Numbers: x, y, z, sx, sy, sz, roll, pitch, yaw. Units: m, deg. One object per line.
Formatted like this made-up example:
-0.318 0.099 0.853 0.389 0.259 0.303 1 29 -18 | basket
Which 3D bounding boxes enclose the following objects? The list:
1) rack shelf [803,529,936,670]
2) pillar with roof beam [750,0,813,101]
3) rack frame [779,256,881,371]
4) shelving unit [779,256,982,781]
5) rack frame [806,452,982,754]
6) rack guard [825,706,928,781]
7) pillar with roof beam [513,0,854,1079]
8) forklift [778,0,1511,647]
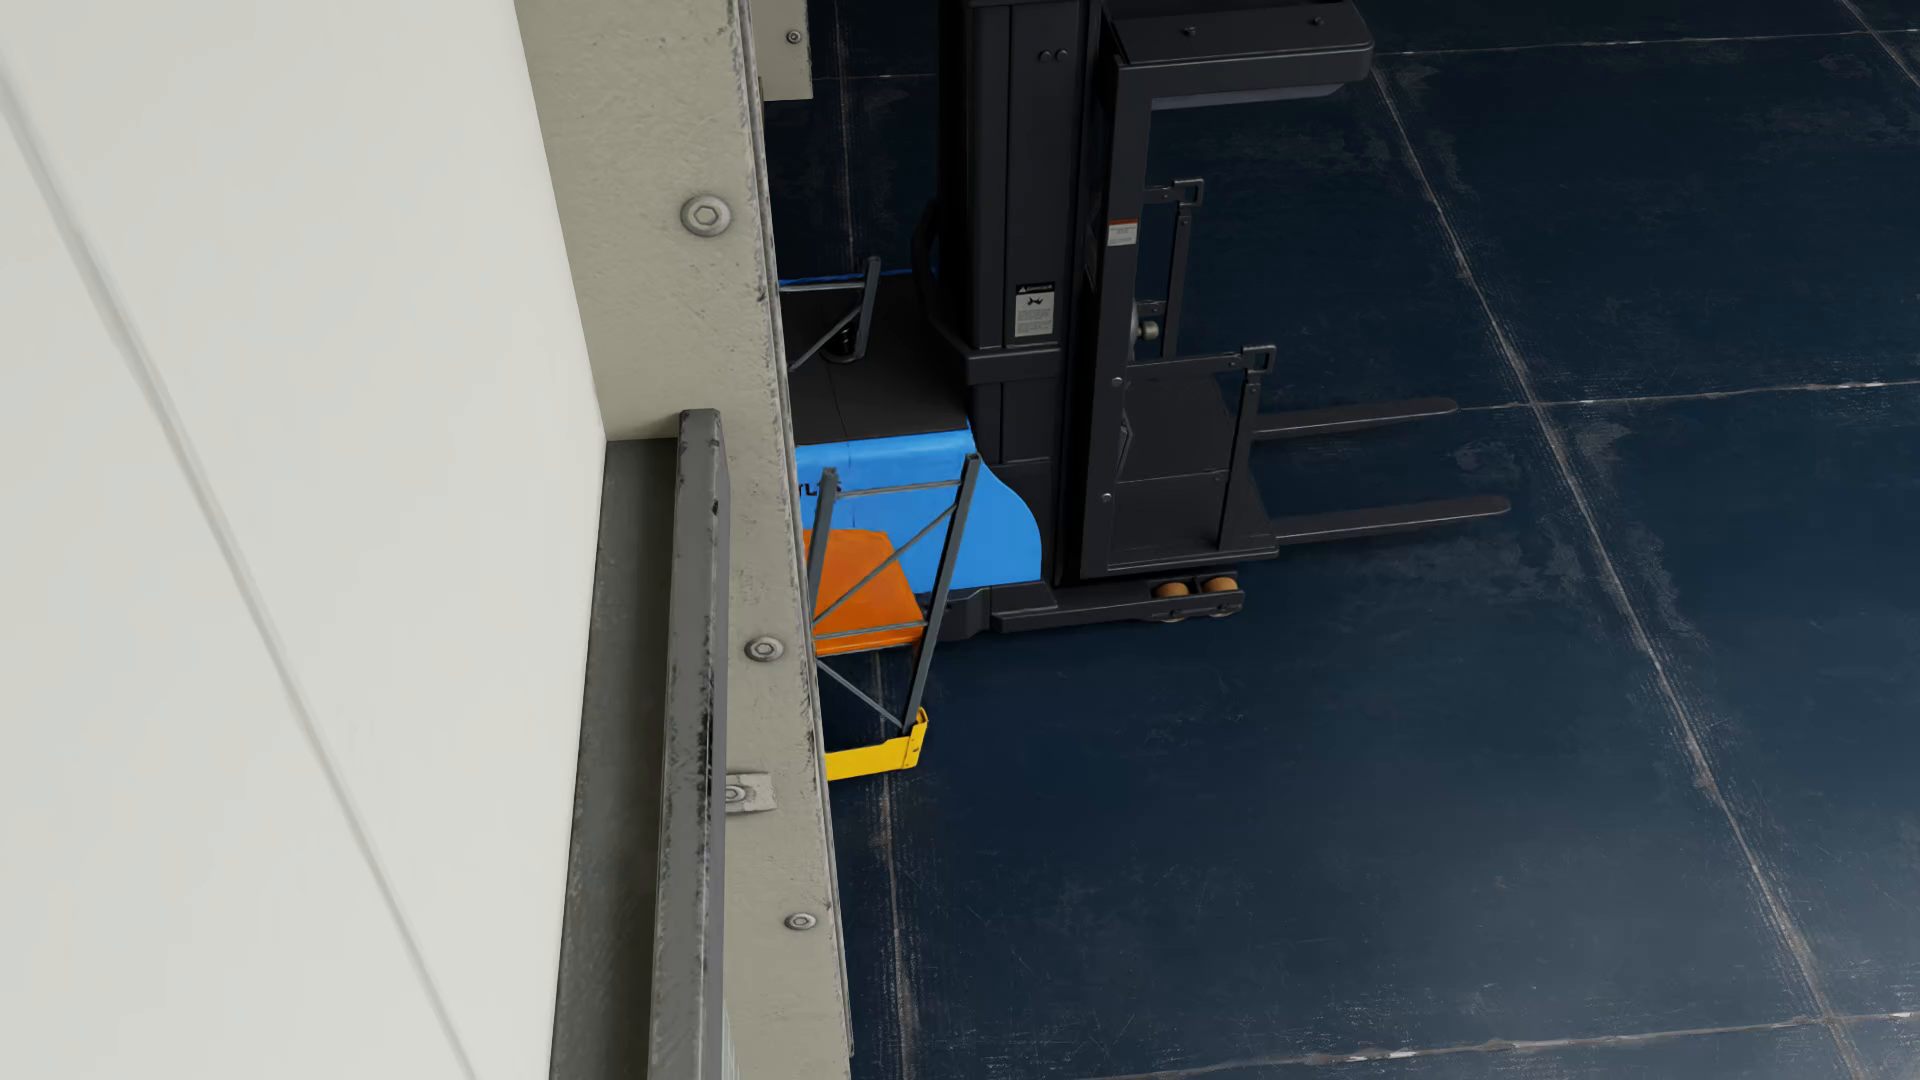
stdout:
-0.504 0.074 5.939 0.538 0.185 1.000 -7 47 -21 | rack shelf
3.306 -5.932 6.307 9.100 9.000 0.400 -3 47 -3 | pillar with roof beam
-0.641 -0.408 6.138 0.500 1.500 0.032 -7 47 -21 | rack frame
-0.469 -0.047 5.810 0.587 1.500 1.083 -7 47 -21 | shelving unit
-0.303 0.302 5.493 0.500 1.500 0.032 -7 47 -21 | rack frame
-0.416 0.743 5.921 0.587 0.250 0.087 -7 47 -21 | rack guard
3.809 -1.591 2.195 9.100 9.000 0.400 -3 47 -3 | pillar with roof beam
0.677 -1.058 5.869 3.031 2.935 1.130 -6 47 -6 | forklift
